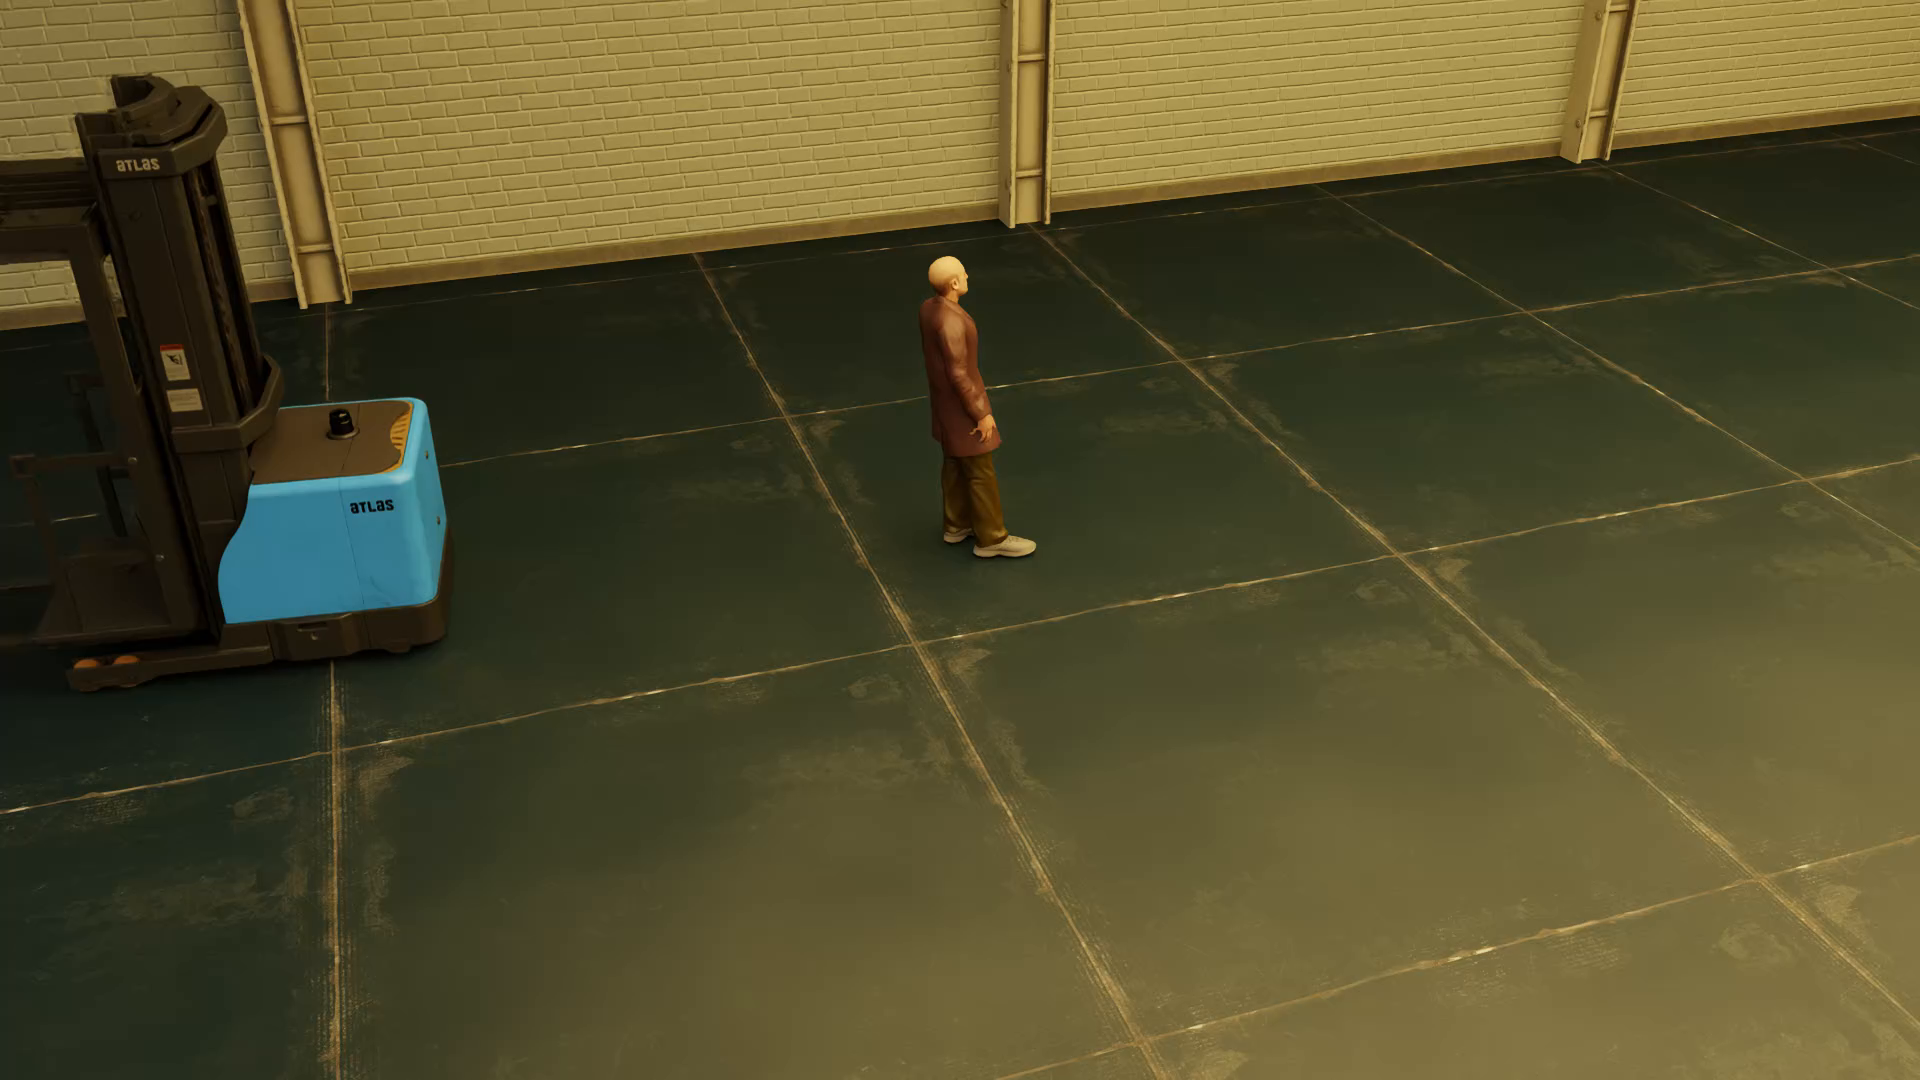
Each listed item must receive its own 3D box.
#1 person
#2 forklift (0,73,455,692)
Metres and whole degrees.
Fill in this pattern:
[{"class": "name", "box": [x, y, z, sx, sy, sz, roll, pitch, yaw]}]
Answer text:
[{"class": "person", "box": [0.088, -0.789, 9.600, 0.582, 1.776, 0.696, -10, 31, -16]}, {"class": "forklift", "box": [-4.357, -0.768, 8.422, 3.031, 2.935, 1.130, -6, 30, -10]}]
